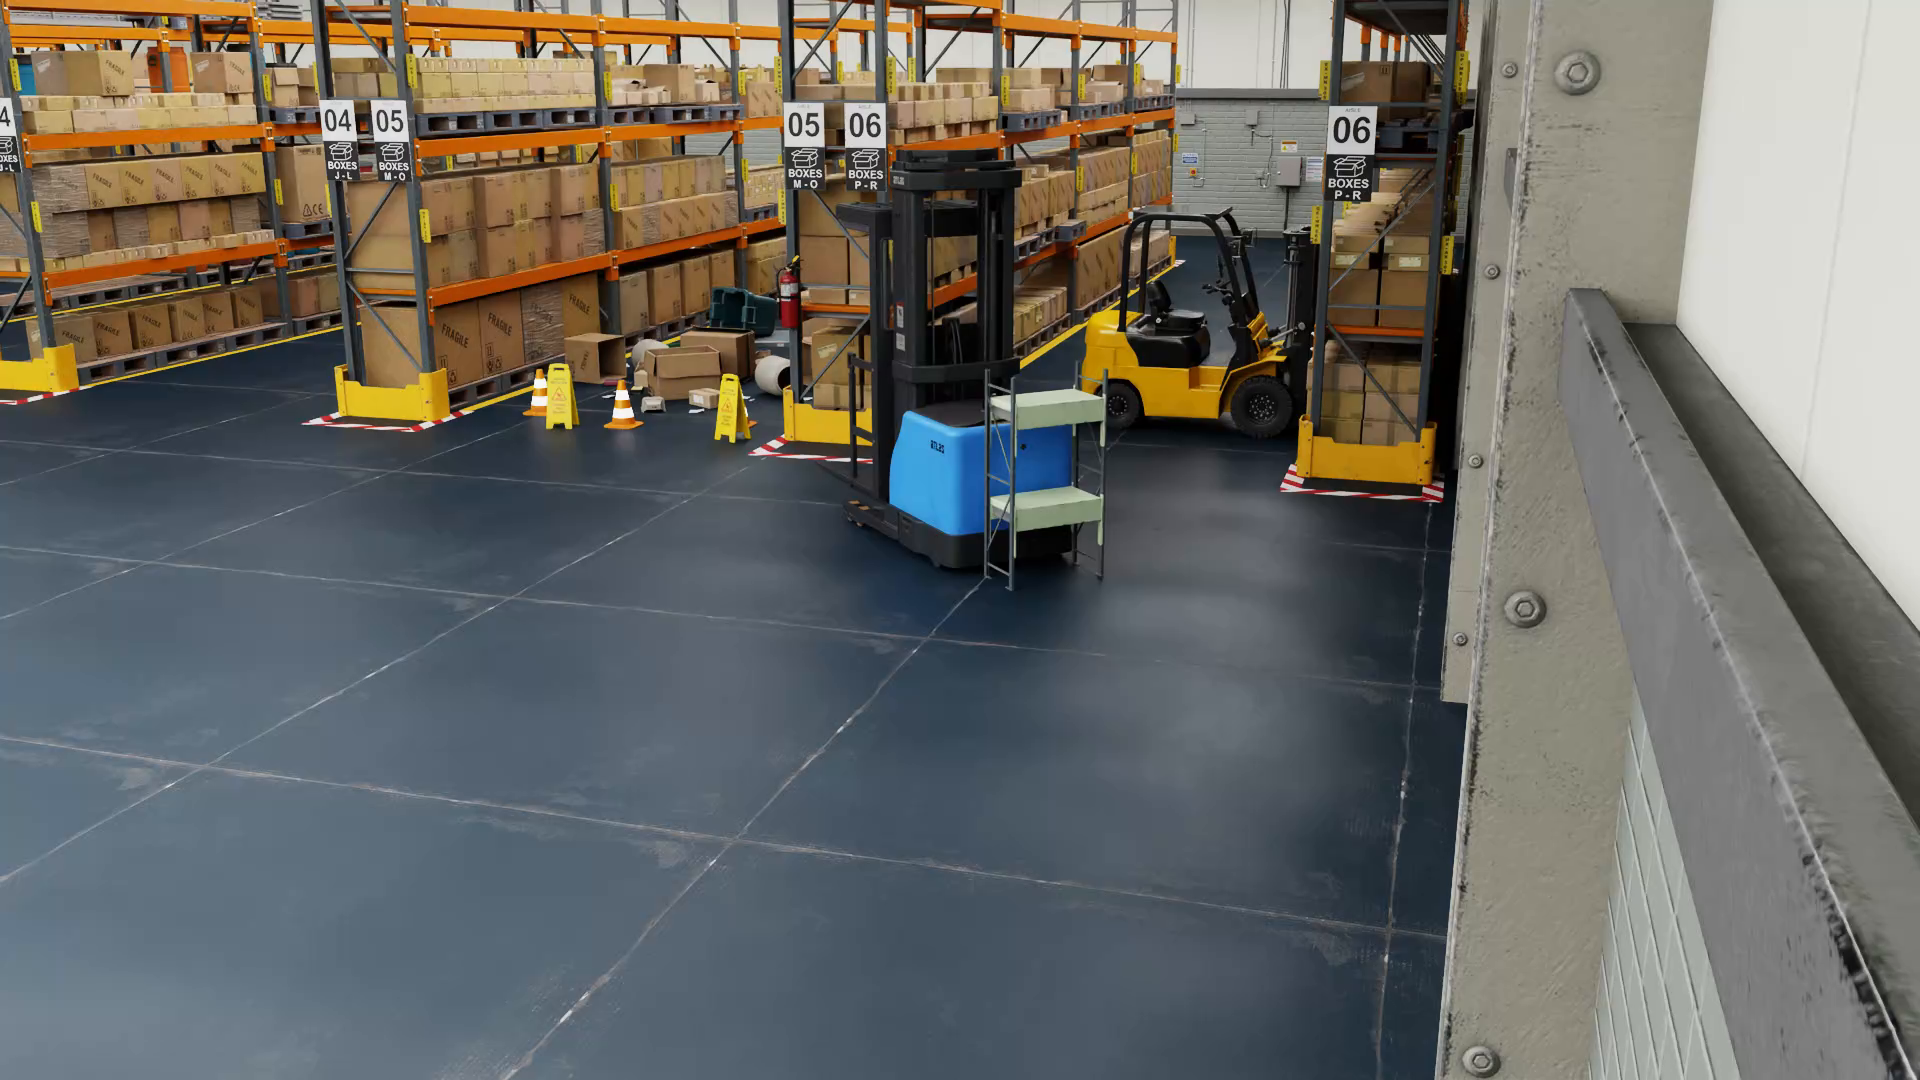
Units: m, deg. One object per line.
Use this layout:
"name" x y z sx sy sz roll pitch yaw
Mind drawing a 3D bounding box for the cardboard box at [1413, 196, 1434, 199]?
"cardboard box" 5.887 -4.228 20.868 0.380 0.149 0.250 5 16 16

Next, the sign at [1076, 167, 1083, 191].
"sign" 1.647 -4.972 22.886 0.100 0.325 0.005 5 16 16

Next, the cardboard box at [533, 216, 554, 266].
"cardboard box" -5.281 -3.501 19.400 0.875 0.550 0.550 5 16 16

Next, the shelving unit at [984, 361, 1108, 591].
"shelving unit" 0.600 -0.460 11.703 0.755 1.500 0.431 -8 18 -26

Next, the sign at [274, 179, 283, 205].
"sign" -8.991 -4.591 21.933 0.100 0.325 0.005 5 16 16

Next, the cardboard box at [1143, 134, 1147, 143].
"cardboard box" 2.922 -6.709 27.782 0.380 0.149 0.250 4 16 14

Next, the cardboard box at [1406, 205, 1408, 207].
"cardboard box" 5.500 -4.182 21.436 0.500 0.250 0.500 5 16 16

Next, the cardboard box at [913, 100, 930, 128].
"cardboard box" -0.598 -4.156 16.217 0.500 0.250 0.500 4 16 15

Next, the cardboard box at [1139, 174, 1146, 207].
"cardboard box" 2.792 -5.821 27.673 0.500 0.500 0.500 5 17 16

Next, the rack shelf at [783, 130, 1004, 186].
"rack shelf" -0.581 -4.020 17.327 1.077 0.370 4.000 5 16 16

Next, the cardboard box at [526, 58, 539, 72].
"cardboard box" -4.945 -5.309 18.600 0.380 0.149 0.250 4 16 15

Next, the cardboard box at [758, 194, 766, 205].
"cardboard box" -3.177 -5.174 25.264 0.380 0.149 0.250 5 17 19

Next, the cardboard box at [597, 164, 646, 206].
"cardboard box" -4.507 -4.598 21.528 0.700 0.500 0.500 4 16 15

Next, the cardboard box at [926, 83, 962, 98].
"cardboard box" -0.197 -4.708 17.432 0.380 0.149 0.250 5 17 17

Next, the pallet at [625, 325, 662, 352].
"pallet" -4.640 -2.670 21.856 1.003 0.211 1.213 5 16 16

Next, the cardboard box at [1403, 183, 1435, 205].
"cardboard box" 6.180 -4.482 22.180 0.500 0.500 0.500 5 17 18

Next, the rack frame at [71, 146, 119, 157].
"rack frame" -16.737 -7.077 32.284 1.000 3.000 0.127 5 16 16

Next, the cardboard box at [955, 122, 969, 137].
"cardboard box" -0.116 -4.394 17.789 0.380 0.149 0.250 5 17 17

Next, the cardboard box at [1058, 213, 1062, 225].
"cardboard box" 1.142 -4.260 22.041 0.380 0.149 0.250 4 16 13

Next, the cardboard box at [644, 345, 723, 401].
"cardboard box" -3.077 -1.855 18.447 0.797 0.503 0.637 -7 17 -23

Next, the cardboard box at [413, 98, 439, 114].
"cardboard box" -5.519 -4.395 16.837 0.380 0.149 0.250 5 17 16

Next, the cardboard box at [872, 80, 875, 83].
"cardboard box" -1.711 -8.016 29.455 0.500 0.250 0.500 4 16 13

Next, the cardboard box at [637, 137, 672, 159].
"cardboard box" -5.990 -7.638 32.618 0.500 0.500 0.500 5 17 17

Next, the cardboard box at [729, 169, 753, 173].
"cardboard box" -3.506 -5.788 26.338 0.380 0.149 0.250 5 17 18

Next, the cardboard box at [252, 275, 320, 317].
"cardboard box" -9.319 -3.383 23.034 0.700 0.500 0.500 3 16 12

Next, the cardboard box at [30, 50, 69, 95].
"cardboard box" -10.453 -5.468 19.470 0.500 0.500 0.500 5 16 16

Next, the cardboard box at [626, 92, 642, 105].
"cardboard box" -4.254 -5.628 21.186 0.250 0.149 0.380 5 16 16

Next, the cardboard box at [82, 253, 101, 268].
"cardboard box" -10.166 -3.232 19.187 0.380 0.149 0.250 5 16 16

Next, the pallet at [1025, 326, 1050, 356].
"pallet" 0.552 -2.629 21.711 1.003 0.211 1.213 5 16 16

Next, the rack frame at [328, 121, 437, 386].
"rack frame" -5.924 -2.757 17.054 1.000 3.000 0.127 5 16 16

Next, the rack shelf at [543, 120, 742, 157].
"rack shelf" -4.219 -5.424 22.277 1.077 0.370 4.000 5 16 16

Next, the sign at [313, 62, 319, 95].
"sign" -6.440 -4.634 16.696 0.100 0.325 0.005 5 16 16

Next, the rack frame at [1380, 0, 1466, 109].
"rack frame" 5.884 -6.995 21.001 1.000 3.000 0.127 5 16 16

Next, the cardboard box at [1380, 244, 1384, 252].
"cardboard box" 3.939 -2.884 16.130 0.380 0.149 0.250 5 16 16

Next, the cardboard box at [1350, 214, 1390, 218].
"cardboard box" 4.082 -3.162 16.564 0.380 0.149 0.250 5 16 16

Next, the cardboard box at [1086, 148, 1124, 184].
"cardboard box" 2.235 -5.796 25.752 0.500 0.500 0.500 5 17 17

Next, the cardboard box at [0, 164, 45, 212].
"cardboard box" -10.731 -4.004 18.887 0.500 0.500 0.500 5 16 16

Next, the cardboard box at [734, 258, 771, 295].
"cardboard box" -3.205 -4.015 25.300 0.500 0.500 0.500 4 16 14

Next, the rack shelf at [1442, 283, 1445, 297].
"rack shelf" 5.316 -3.240 20.073 1.077 0.370 4.000 5 16 16

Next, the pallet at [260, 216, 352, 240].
"pallet" -9.157 -4.311 22.884 1.003 0.211 1.213 5 16 16

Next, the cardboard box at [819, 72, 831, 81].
"cardboard box" -2.199 -7.757 27.813 0.380 0.149 0.250 4 16 15

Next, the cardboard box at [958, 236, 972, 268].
"cardboard box" -0.183 -3.231 17.995 0.500 0.500 0.500 5 17 17

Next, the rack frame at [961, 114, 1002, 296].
"rack frame" -0.012 -3.447 19.483 1.000 3.000 0.127 5 16 16

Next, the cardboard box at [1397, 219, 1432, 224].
"cardboard box" 4.378 -2.993 15.968 0.380 0.149 0.250 5 17 16

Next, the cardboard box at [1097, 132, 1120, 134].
"cardboard box" 2.523 -6.881 28.388 0.380 0.149 0.250 5 16 16

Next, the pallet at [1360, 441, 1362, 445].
"pallet" 3.788 -0.878 15.538 1.003 0.211 1.213 5 16 16

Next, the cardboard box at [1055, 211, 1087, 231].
"cardboard box" 1.505 -4.529 23.576 0.500 0.250 0.500 4 16 15

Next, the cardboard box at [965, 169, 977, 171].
"cardboard box" 0.086 -4.471 20.410 0.380 0.149 0.250 4 16 14

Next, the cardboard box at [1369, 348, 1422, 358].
"cardboard box" 4.067 -1.618 15.475 0.500 0.250 0.500 5 16 16

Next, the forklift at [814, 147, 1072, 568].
"forklift" -0.285 -1.563 12.970 1.130 2.935 3.031 -8 18 -26

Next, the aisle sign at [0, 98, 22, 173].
"aisle sign" -10.381 -4.380 18.009 0.394 0.787 0.004 5 16 16

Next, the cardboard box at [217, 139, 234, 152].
"cardboard box" -15.606 -8.383 34.871 0.500 0.500 0.500 5 17 17

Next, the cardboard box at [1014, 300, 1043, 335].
"cardboard box" 0.531 -2.892 21.575 0.950 0.372 0.625 5 17 18

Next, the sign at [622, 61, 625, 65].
"sign" -6.634 -9.301 32.879 0.100 0.325 0.005 5 16 16

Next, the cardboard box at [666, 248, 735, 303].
"cardboard box" -3.910 -3.818 24.146 1.050 0.750 0.750 4 16 15

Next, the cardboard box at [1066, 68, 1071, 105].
"cardboard box" 1.223 -6.460 23.658 0.700 0.500 0.500 4 16 13
